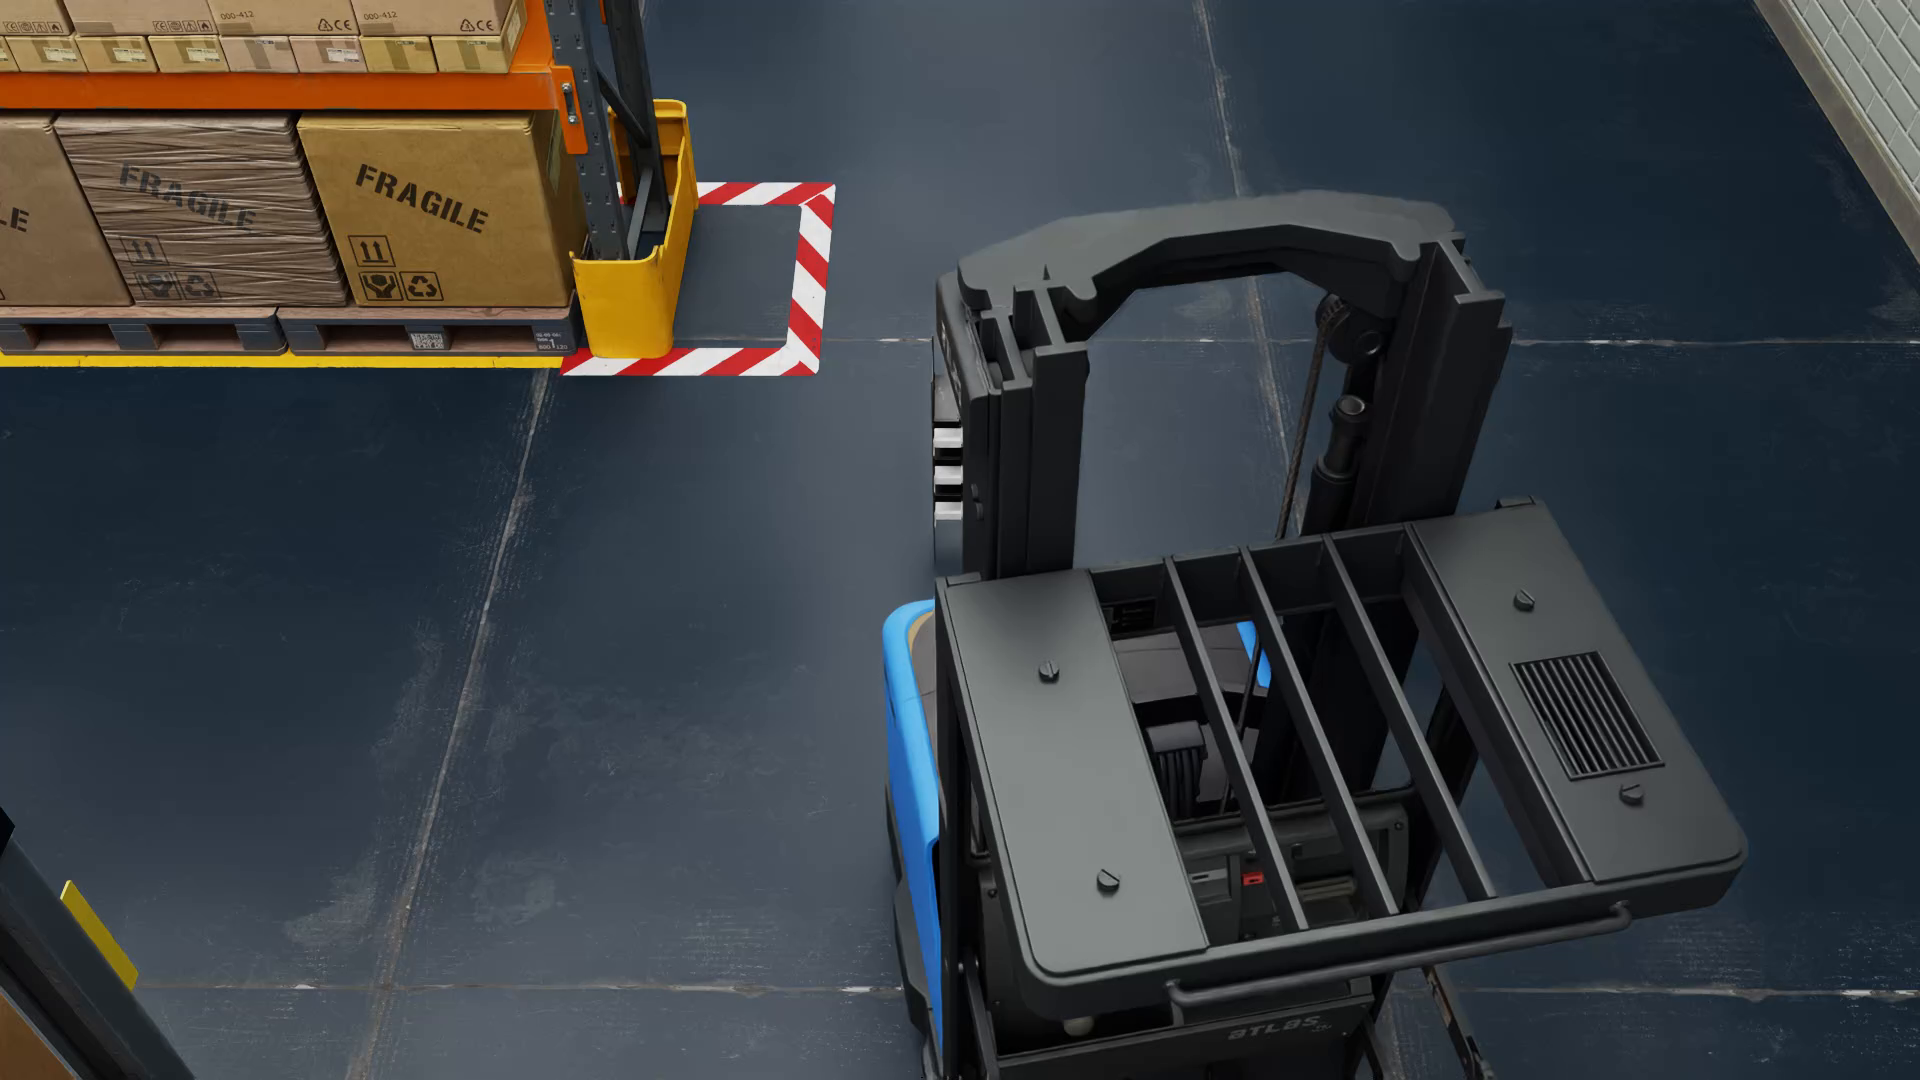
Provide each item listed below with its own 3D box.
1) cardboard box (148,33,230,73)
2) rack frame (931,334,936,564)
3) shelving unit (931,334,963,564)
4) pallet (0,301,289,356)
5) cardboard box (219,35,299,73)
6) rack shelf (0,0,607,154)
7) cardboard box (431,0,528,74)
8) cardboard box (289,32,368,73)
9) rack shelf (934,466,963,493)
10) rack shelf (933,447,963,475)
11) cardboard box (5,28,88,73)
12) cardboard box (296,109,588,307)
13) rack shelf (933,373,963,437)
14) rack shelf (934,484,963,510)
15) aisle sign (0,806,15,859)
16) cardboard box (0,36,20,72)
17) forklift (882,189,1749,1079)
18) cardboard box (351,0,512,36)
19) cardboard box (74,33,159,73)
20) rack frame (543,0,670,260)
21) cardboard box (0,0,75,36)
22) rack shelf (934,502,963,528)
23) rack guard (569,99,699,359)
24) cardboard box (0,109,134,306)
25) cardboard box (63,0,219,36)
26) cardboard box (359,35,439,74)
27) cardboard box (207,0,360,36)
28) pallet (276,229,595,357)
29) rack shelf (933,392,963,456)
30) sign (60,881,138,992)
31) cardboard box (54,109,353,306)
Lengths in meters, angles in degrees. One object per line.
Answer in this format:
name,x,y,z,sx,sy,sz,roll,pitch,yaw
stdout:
cardboard box,-2.786,-1.886,6.128,0.250,0.149,0.380,-1,47,-1
rack frame,-0.094,-0.307,5.921,0.006,0.900,0.240,0,47,0
shelving unit,0.008,-0.307,5.921,0.210,0.900,0.258,0,47,0
pallet,-3.424,-1.210,7.232,1.213,0.211,1.003,0,47,0
cardboard box,-2.527,-1.886,6.128,0.250,0.149,0.380,1,47,1
rack shelf,-3.408,-1.970,6.526,4.000,0.370,1.077,0,47,0
cardboard box,-1.765,-1.884,6.126,0.250,0.149,0.380,1,47,1
cardboard box,-2.277,-1.885,6.127,0.250,0.149,0.380,0,47,0
rack shelf,0.008,-0.284,5.945,0.200,0.077,0.258,0,47,0
rack shelf,0.008,-0.345,5.879,0.200,0.077,0.258,0,47,0
cardboard box,-3.294,-1.888,6.130,0.250,0.149,0.380,1,47,1
cardboard box,-2.048,-1.572,6.829,0.875,0.875,0.875,0,47,0
rack shelf,0.008,-0.468,5.747,0.200,0.077,0.258,0,47,0
rack shelf,0.008,-0.223,6.011,0.200,0.077,0.258,0,47,0
aisle sign,-1.453,0.316,2.131,0.004,0.787,0.394,0,47,0
cardboard box,-3.554,-1.888,6.129,0.250,0.149,0.380,-1,47,-1
forklift,0.546,0.910,3.401,1.130,2.935,3.031,-8,48,-7
cardboard box,-1.893,-2.067,6.024,0.500,0.250,0.500,-1,47,0
cardboard box,-3.046,-1.886,6.128,0.250,0.149,0.380,0,47,0
rack frame,-1.408,-2.210,6.257,0.127,3.000,1.000,0,47,0
cardboard box,-3.430,-2.068,6.025,0.500,0.250,0.500,0,47,0
rack shelf,0.008,-0.161,6.077,0.200,0.077,0.258,0,47,0
rack guard,-1.384,-1.358,7.172,0.348,0.500,1.175,0,47,0
cardboard box,-3.848,-1.577,6.833,0.875,0.875,0.875,0,47,0
cardboard box,-2.909,-2.070,6.027,0.500,0.250,0.500,-1,47,-1
cardboard box,-2.025,-1.883,6.125,0.250,0.149,0.380,1,47,1
cardboard box,-2.400,-2.069,6.026,0.500,0.250,0.500,-1,47,-1
pallet,-2.207,-1.204,7.227,1.213,0.211,1.003,0,47,0
rack shelf,0.008,-0.406,5.813,0.200,0.077,0.258,0,47,0
sign,-1.525,0.729,2.931,0.005,0.325,0.100,0,47,0
cardboard box,-2.958,-1.574,6.831,0.875,0.875,0.875,0,47,0
